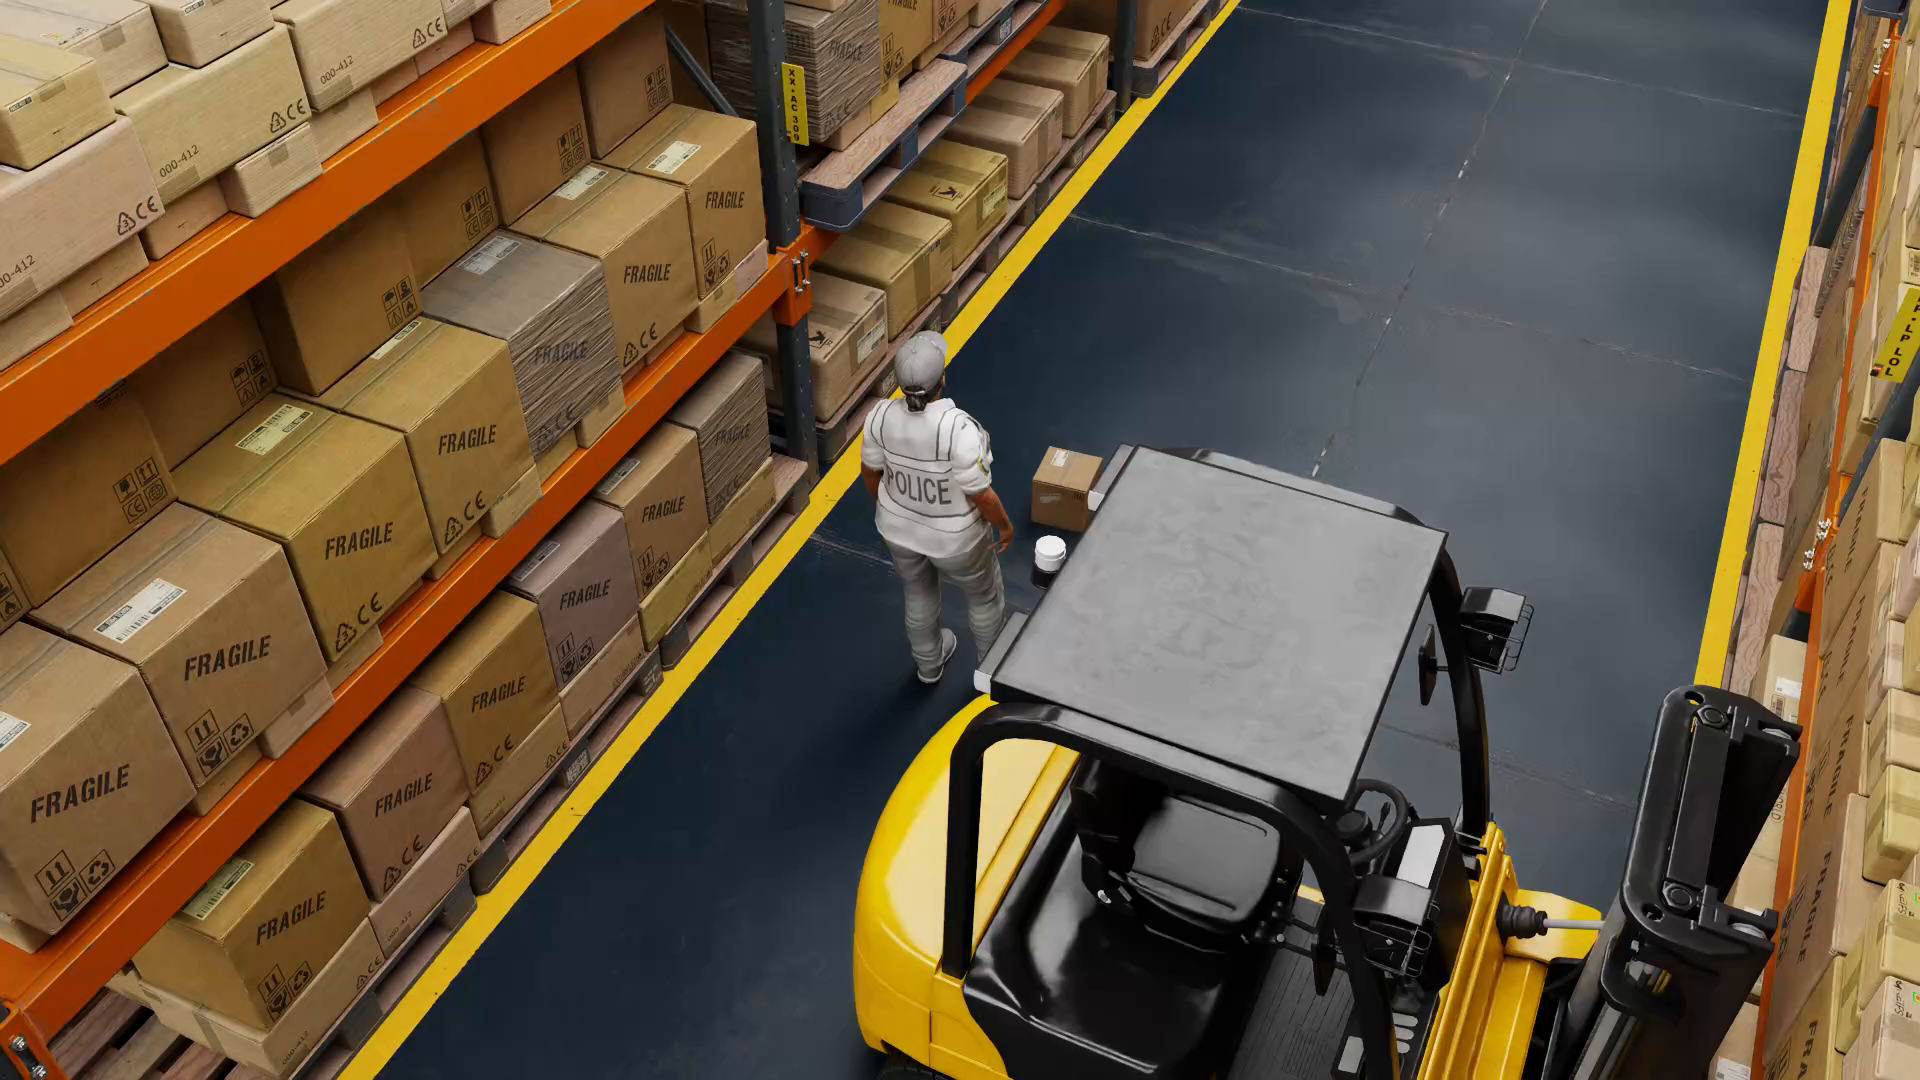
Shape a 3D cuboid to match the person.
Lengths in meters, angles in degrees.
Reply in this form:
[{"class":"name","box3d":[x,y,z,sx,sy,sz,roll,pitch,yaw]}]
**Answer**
[{"class":"person","box3d":[-0.040,-0.106,6.257,0.598,1.670,0.529,17,45,18]}]
